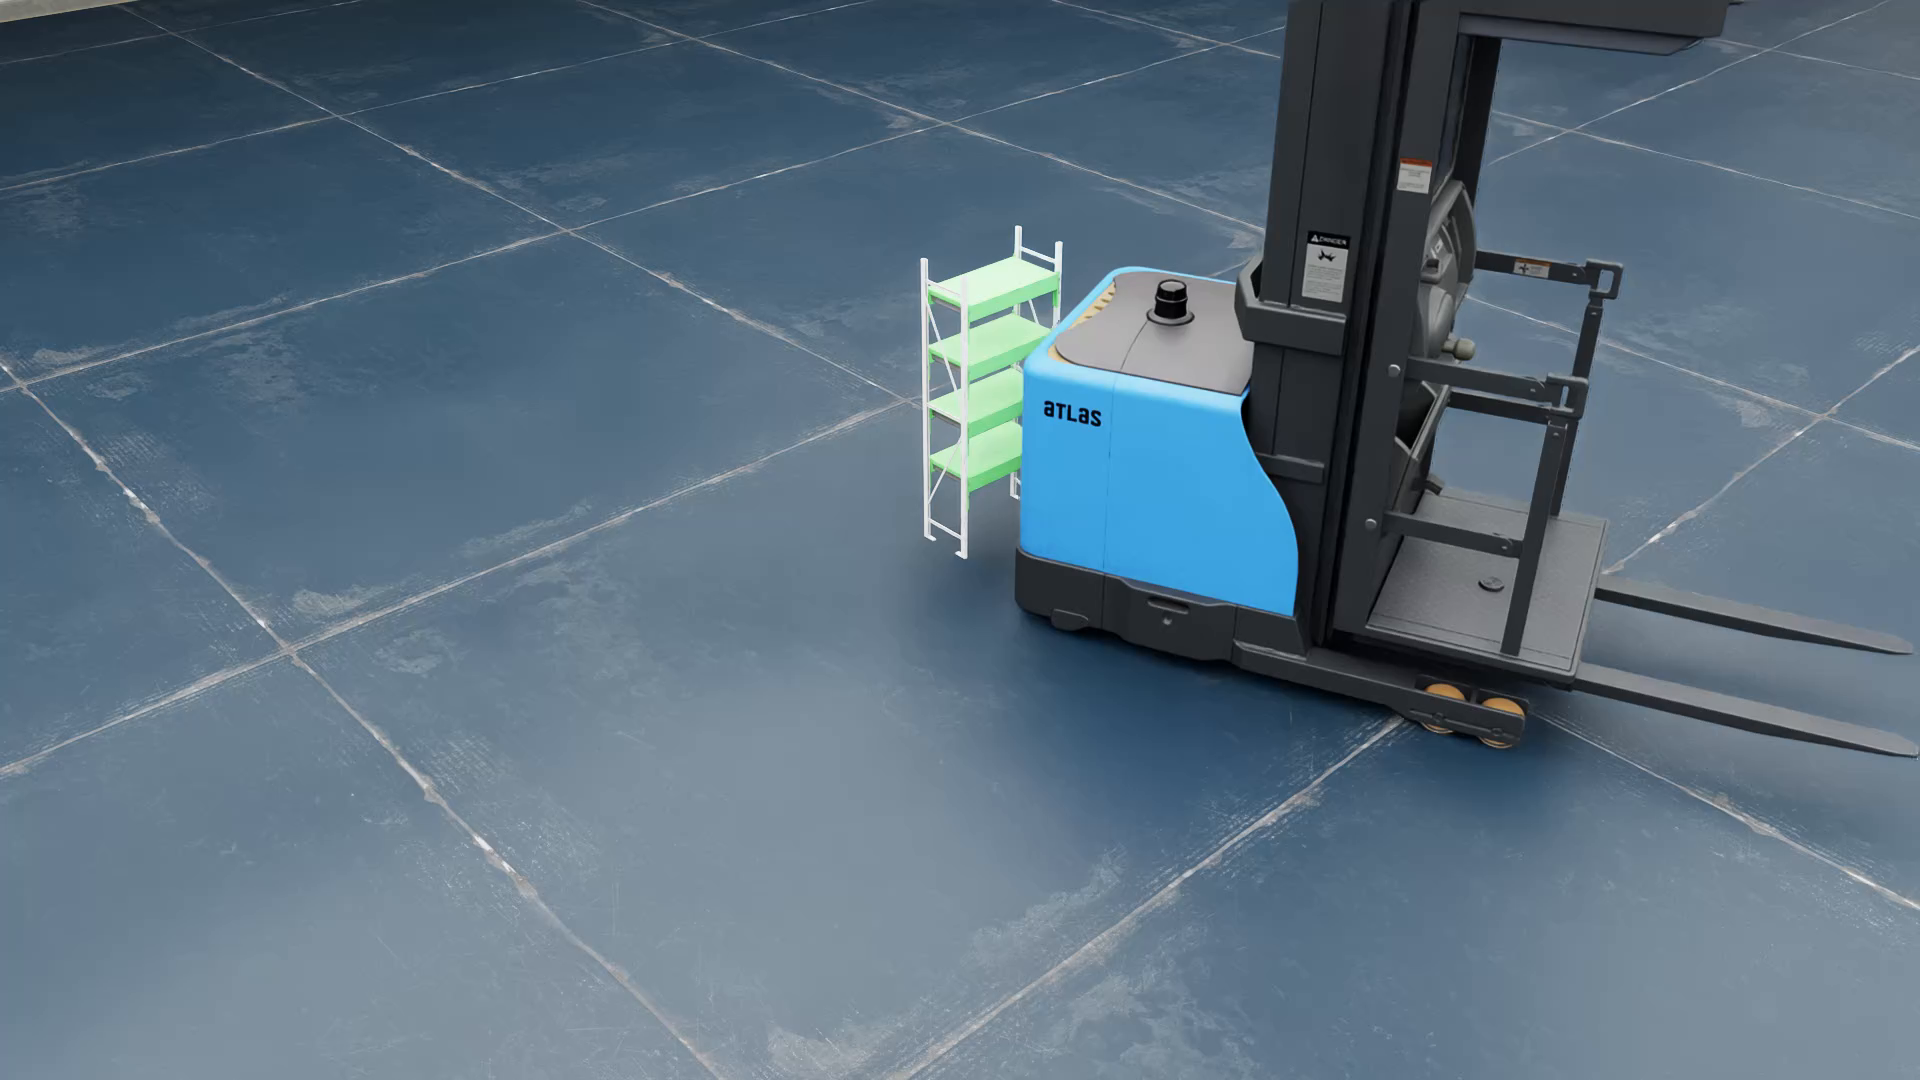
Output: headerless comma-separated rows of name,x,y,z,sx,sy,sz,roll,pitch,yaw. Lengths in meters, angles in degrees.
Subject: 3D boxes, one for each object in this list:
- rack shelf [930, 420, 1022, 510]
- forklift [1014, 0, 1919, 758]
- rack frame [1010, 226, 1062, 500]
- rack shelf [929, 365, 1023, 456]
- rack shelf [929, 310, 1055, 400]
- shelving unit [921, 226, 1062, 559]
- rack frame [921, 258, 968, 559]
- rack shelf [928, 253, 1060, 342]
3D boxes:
rack shelf,0.121,-0.311,6.692,0.480,0.148,0.258,-26,40,-35
forklift,1.767,-0.866,5.357,3.031,2.935,1.130,13,34,21
rack frame,0.300,-0.657,6.675,0.015,1.200,0.240,-26,40,-35
rack shelf,0.121,-0.516,6.566,0.480,0.148,0.258,-26,40,-35
rack shelf,0.121,-0.721,6.441,0.480,0.148,0.258,-26,40,-35
shelving unit,0.121,-0.571,6.533,0.503,1.200,0.258,-26,40,-35
rack frame,-0.058,-0.484,6.391,0.015,1.200,0.240,-26,40,-35
rack shelf,0.121,-0.926,6.316,0.480,0.148,0.258,-26,40,-35
